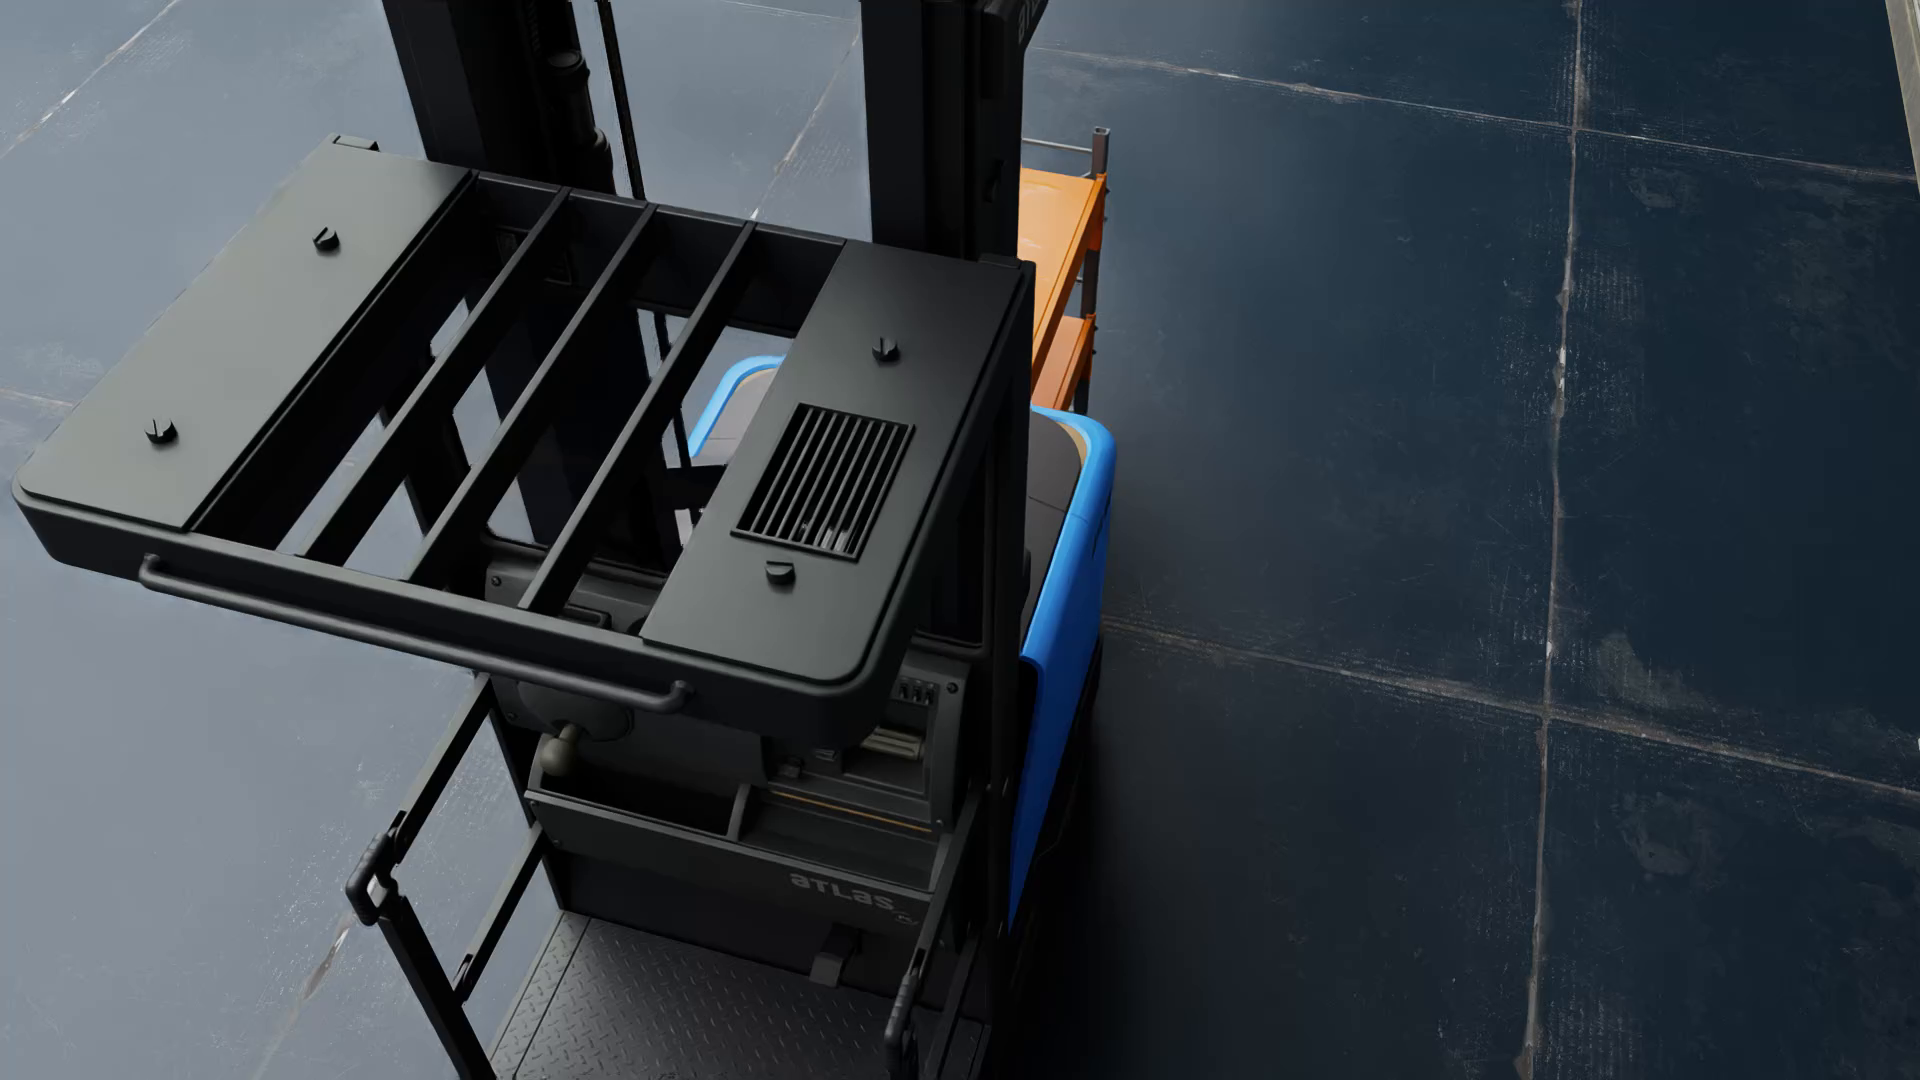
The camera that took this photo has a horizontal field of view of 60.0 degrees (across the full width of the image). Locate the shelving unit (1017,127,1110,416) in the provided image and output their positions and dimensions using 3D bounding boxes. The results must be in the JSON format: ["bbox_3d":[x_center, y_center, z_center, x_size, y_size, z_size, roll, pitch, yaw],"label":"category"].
[{"bbox_3d":[0.047,-0.488,4.930,0.538,1.125,1.048,12,50,11],"label":"shelving unit"}]

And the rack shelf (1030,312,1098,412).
[{"bbox_3d":[0.047,-0.326,5.113,0.538,0.278,1.000,12,50,11],"label":"rack shelf"}]

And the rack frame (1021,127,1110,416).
[{"bbox_3d":[0.188,-0.854,5.253,0.500,1.125,0.032,12,50,11],"label":"rack frame"}]

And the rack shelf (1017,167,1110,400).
[{"bbox_3d":[0.047,-0.681,4.711,0.538,0.278,1.000,12,50,11],"label":"rack shelf"}]

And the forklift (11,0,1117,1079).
[{"bbox_3d":[-0.501,0.409,2.934,1.130,2.935,3.031,12,50,11],"label":"forklift"}]
